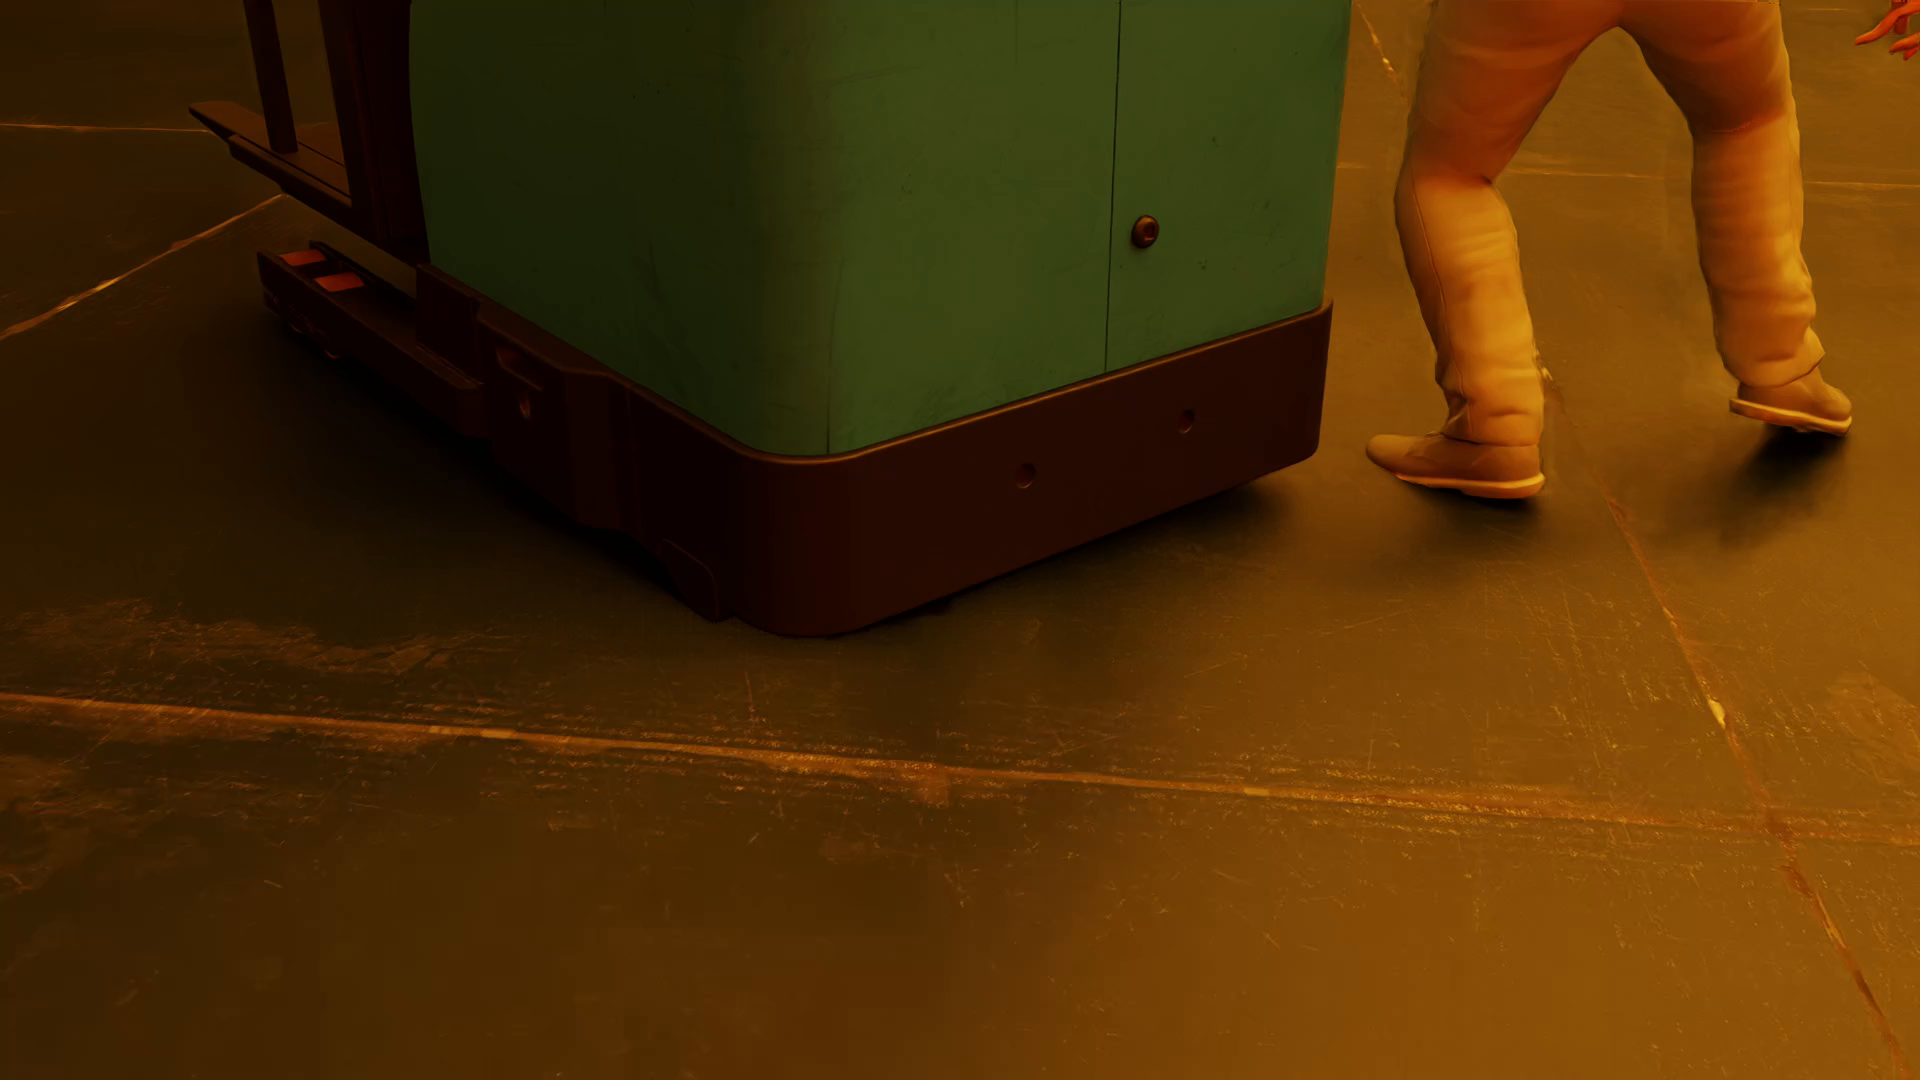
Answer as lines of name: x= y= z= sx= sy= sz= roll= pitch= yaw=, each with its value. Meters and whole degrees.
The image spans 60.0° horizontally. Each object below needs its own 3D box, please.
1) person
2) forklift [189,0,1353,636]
person: x=0.957 y=-0.891 z=2.447 sx=1.123 sy=1.692 sz=0.529 roll=2 pitch=27 yaw=4
forklift: x=-0.742 y=-1.780 z=2.785 sx=1.130 sy=2.935 sz=3.031 roll=-20 pitch=33 yaw=-34
